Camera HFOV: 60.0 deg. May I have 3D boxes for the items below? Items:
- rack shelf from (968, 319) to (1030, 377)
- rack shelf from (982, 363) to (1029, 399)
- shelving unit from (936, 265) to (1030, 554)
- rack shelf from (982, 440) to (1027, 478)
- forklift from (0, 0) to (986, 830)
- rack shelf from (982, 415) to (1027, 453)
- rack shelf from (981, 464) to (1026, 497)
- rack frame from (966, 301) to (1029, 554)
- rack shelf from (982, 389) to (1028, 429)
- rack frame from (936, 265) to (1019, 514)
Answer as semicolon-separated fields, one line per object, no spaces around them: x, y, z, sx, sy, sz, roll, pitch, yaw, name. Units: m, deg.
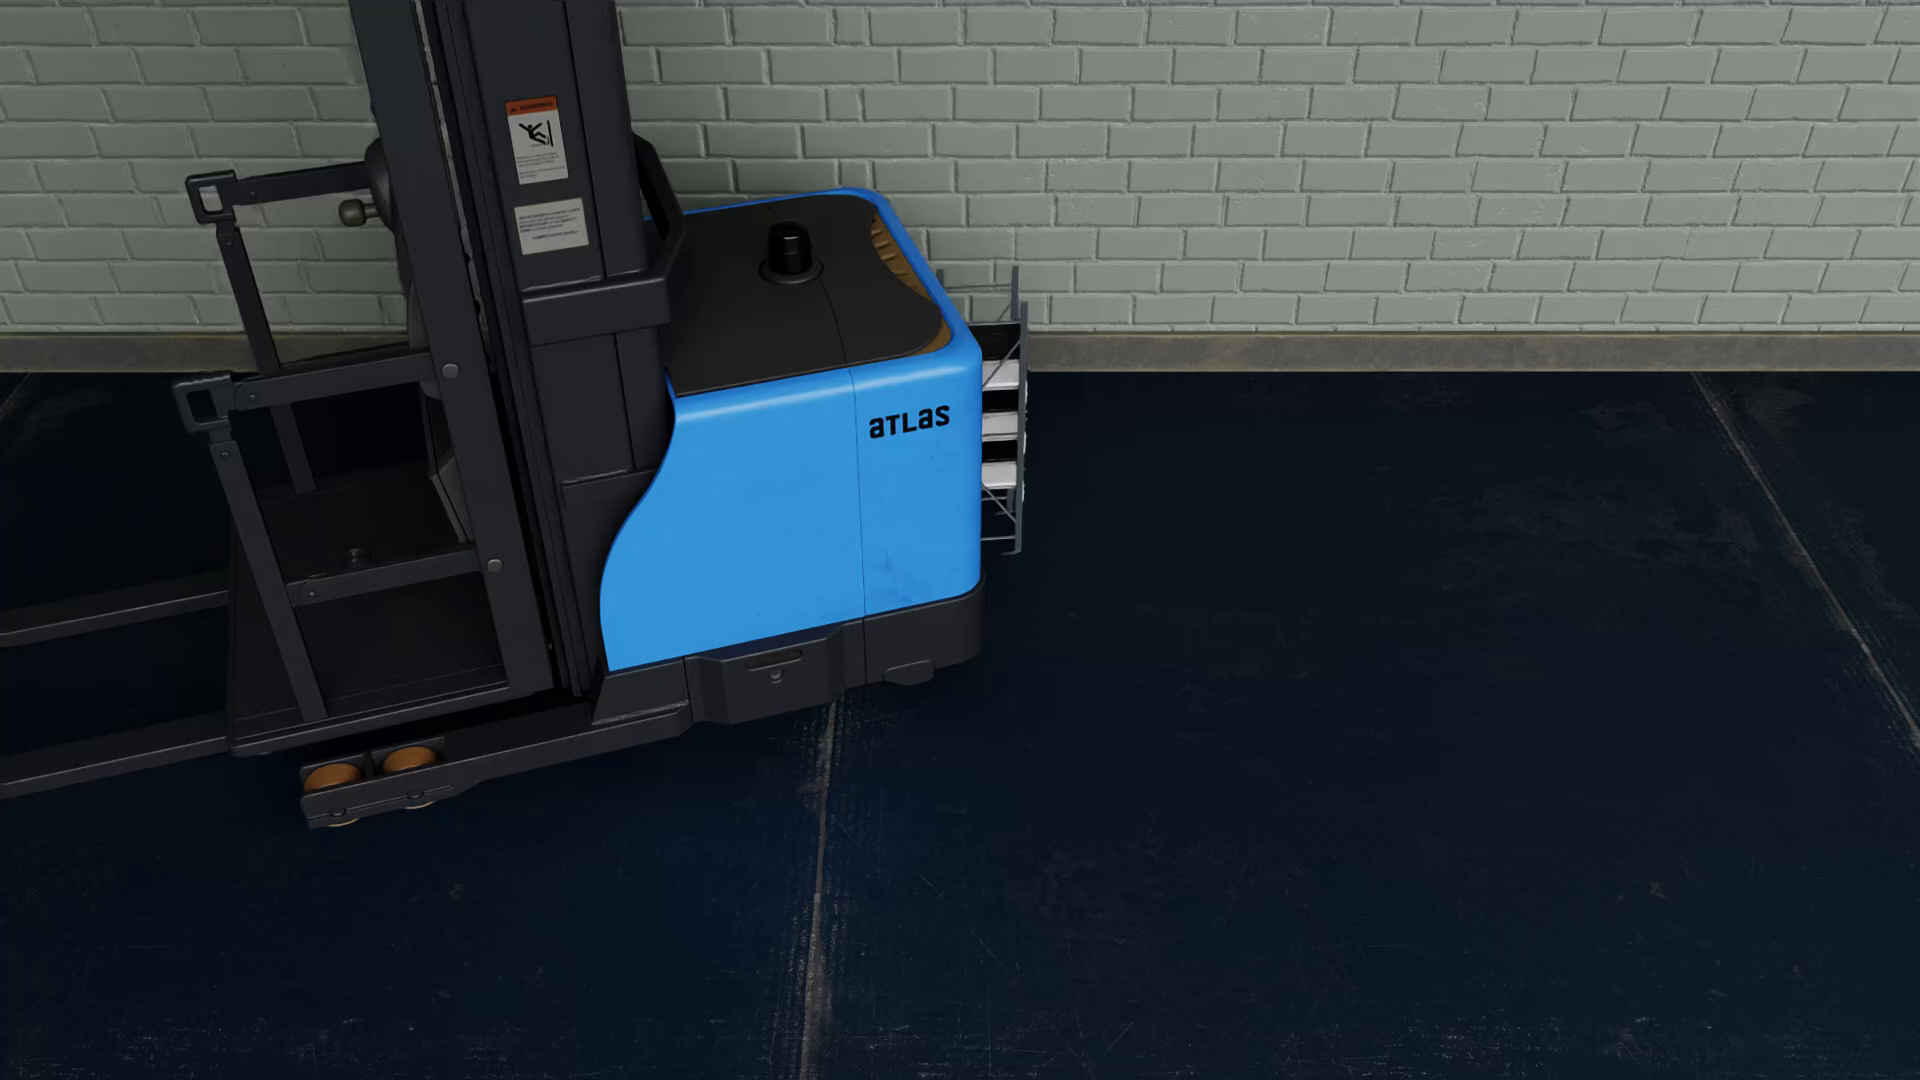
0.061;-0.554;4.843;0.258;0.077;0.200;-4;39;-5;rack shelf
0.061;-0.483;4.899;0.258;0.077;0.200;-4;39;-5;rack shelf
0.061;-0.369;4.991;0.258;0.900;0.210;-4;39;-5;shelving unit
0.061;-0.273;5.068;0.258;0.077;0.200;-4;39;-5;rack shelf
-1.504;-0.772;3.870;3.031;2.935;1.130;-12;40;-14;forklift
0.061;-0.343;5.011;0.258;0.077;0.200;-4;39;-5;rack shelf
0.061;-0.202;5.124;0.258;0.077;0.200;-4;39;-5;rack shelf
0.071;-0.306;4.912;0.240;0.900;0.006;-4;39;-5;rack frame
0.061;-0.413;4.955;0.258;0.077;0.200;-4;39;-5;rack shelf
0.051;-0.432;5.070;0.240;0.900;0.006;-4;39;-5;rack frame
